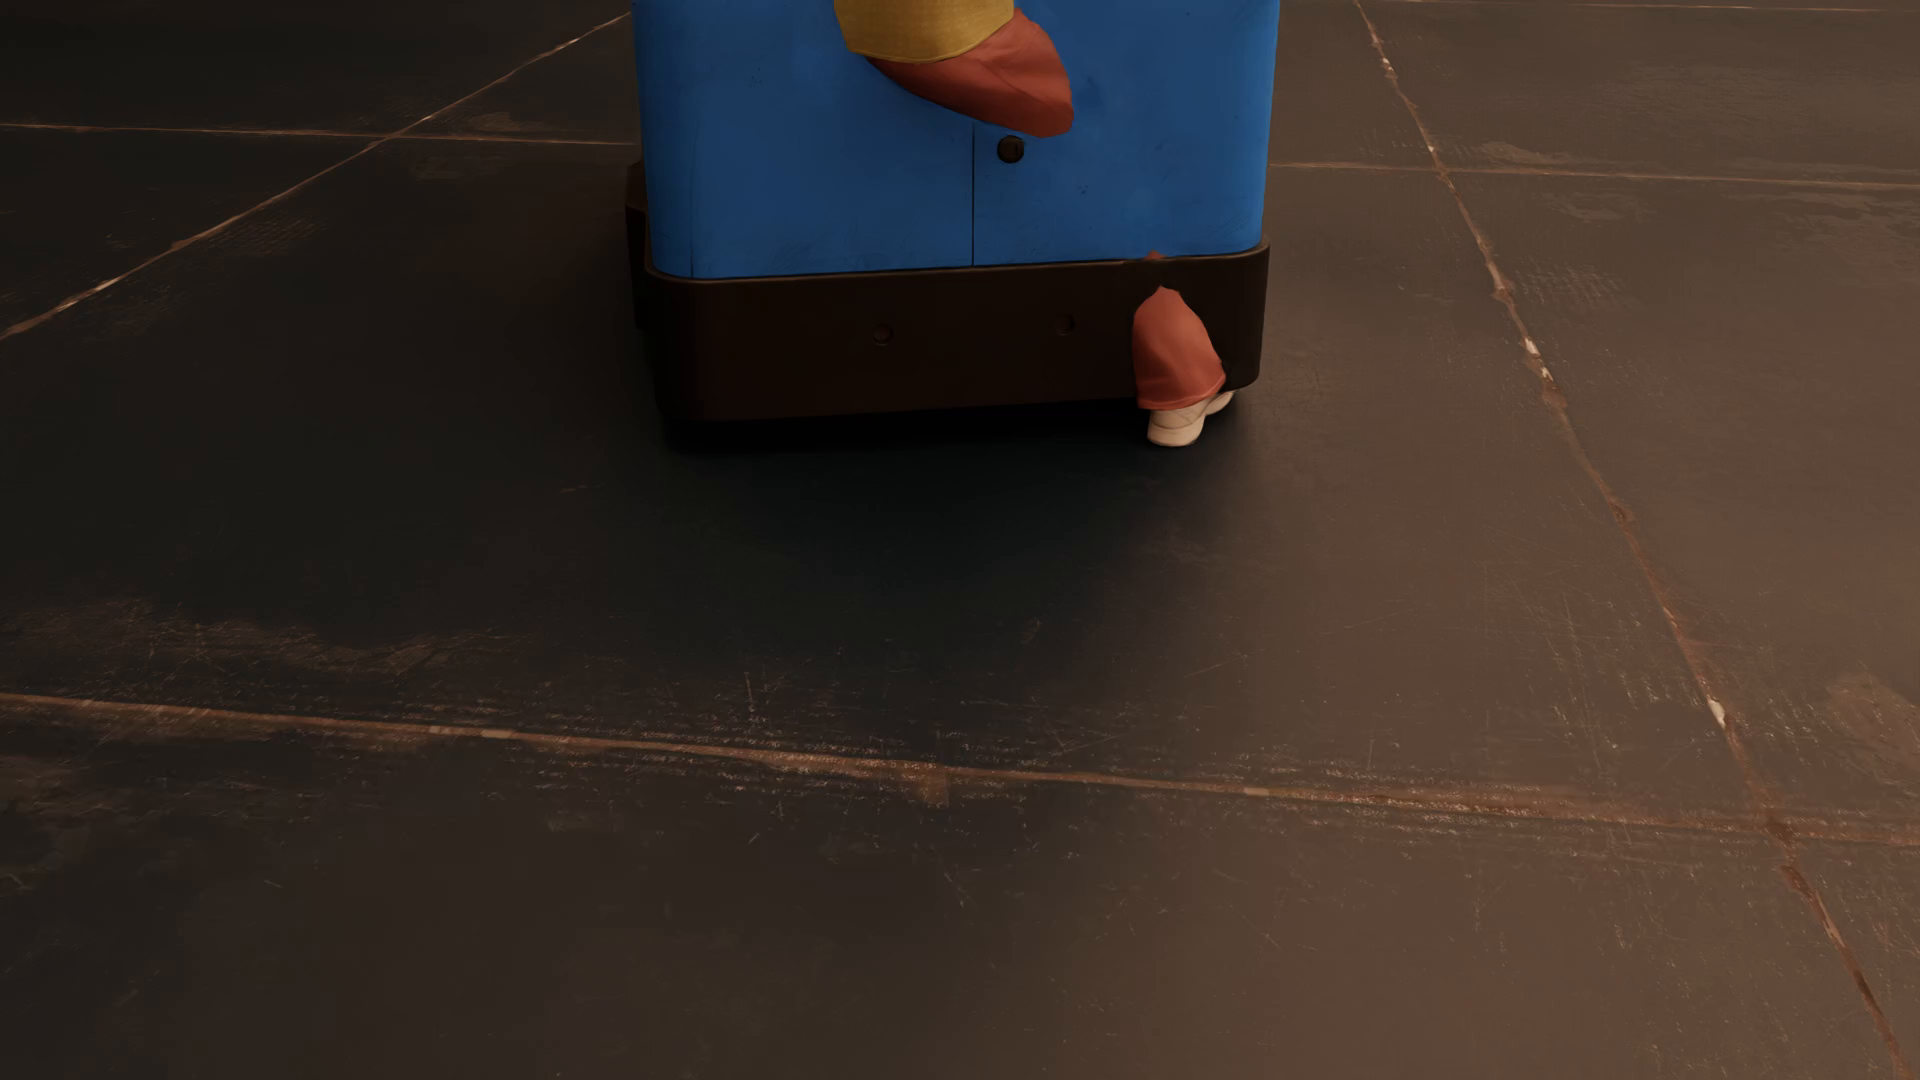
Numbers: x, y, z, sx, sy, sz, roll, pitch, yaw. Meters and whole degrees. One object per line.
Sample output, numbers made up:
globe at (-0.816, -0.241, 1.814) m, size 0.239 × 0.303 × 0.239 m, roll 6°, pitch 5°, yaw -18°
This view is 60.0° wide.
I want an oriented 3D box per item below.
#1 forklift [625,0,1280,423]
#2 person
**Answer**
forklift at (-0.215, -2.136, 3.498) m, size 1.130 × 2.935 × 3.031 m, roll -4°, pitch 27°, yaw -8°
person at (0.051, -0.911, 2.676) m, size 0.844 × 1.473 × 0.712 m, roll 13°, pitch 29°, yaw 25°
